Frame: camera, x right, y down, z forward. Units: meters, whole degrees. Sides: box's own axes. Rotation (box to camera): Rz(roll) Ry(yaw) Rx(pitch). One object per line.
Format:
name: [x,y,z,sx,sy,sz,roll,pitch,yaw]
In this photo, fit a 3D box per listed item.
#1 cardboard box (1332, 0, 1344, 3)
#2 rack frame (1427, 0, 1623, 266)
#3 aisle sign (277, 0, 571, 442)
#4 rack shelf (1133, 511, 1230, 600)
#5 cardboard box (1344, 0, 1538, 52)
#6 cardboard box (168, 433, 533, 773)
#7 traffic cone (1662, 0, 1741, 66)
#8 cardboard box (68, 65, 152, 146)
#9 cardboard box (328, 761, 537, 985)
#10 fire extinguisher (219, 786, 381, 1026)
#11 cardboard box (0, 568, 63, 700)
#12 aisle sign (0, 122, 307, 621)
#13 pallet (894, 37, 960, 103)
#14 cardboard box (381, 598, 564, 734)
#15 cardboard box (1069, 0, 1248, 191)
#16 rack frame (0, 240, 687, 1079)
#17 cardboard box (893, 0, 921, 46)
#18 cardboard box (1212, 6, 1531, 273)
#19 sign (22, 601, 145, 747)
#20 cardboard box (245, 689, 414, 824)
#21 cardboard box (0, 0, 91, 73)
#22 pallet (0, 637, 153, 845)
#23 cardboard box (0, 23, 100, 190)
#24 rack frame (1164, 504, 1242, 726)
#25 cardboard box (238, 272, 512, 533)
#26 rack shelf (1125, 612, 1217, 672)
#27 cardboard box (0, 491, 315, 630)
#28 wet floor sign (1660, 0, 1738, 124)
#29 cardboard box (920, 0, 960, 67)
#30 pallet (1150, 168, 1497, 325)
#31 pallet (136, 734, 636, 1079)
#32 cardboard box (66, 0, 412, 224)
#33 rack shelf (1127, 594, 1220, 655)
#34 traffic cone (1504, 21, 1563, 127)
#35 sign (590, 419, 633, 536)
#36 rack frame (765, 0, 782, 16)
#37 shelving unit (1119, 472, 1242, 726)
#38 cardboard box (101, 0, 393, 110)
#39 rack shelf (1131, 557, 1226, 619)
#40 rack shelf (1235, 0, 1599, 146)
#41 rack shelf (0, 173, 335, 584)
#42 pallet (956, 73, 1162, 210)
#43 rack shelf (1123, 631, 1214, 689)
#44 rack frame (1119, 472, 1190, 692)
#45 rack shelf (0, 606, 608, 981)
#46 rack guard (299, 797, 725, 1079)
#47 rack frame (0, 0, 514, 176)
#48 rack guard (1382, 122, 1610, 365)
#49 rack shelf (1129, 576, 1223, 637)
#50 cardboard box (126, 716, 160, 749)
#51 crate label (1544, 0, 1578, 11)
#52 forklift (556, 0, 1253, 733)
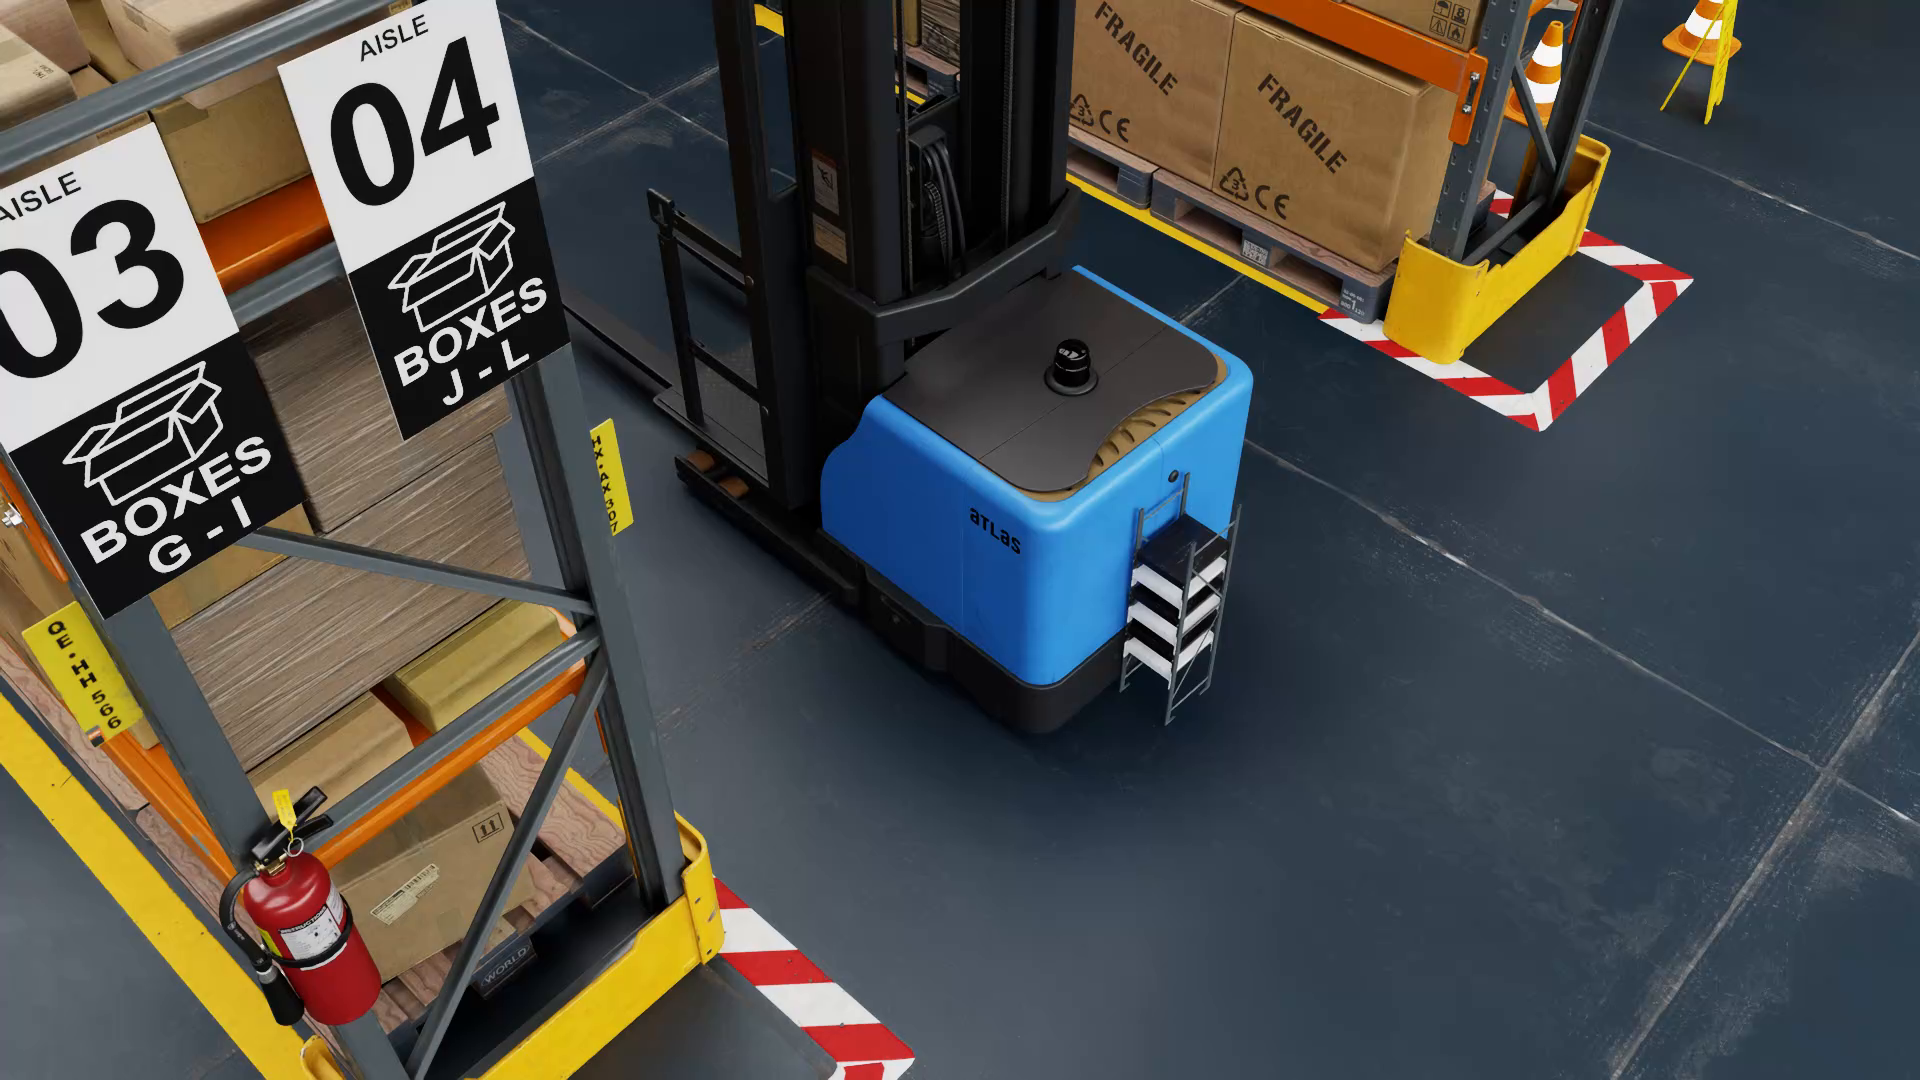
cardboard box: [1.555,-2.618,6.548,0.550,0.550,0.875,34,55,28]
rack frame: [2.277,-2.147,6.209,0.127,3.000,1.000,34,55,28]
aisle sign: [-0.912,-0.560,2.935,0.004,0.787,0.394,34,55,28]
rack shelf: [0.708,0.047,5.264,0.200,0.077,0.258,36,56,29]
cardboard box: [1.974,-2.358,6.304,0.550,0.550,0.875,34,55,28]
cardboard box: [-1.547,0.037,3.885,0.500,0.500,0.875,34,55,28]
traffic cone: [3.866,-2.740,8.505,0.334,0.463,0.336,34,55,28]
cardboard box: [-1.688,-0.618,2.818,0.500,0.250,0.500,35,56,28]
cardboard box: [-1.609,0.854,4.817,0.500,0.500,0.500,-28,53,-24]
fire extinguisher: [-1.390,0.790,3.504,0.183,0.674,0.296,34,55,28]
cardboard box: [-1.996,-0.146,4.057,0.500,0.500,0.875,34,55,28]
aisle sign: [-1.319,-0.239,2.633,0.004,0.787,0.394,34,55,28]
pallet: [-0.157,-2.753,8.690,1.213,0.211,1.003,34,55,28]
cardboard box: [-1.209,0.277,4.105,0.250,0.149,0.380,34,55,28]
cardboard box: [1.086,-2.298,7.519,0.875,0.875,0.875,33,55,27]
rack frame: [-1.161,0.460,3.761,0.127,3.000,1.000,34,55,28]
cardboard box: [-0.248,-3.193,8.360,0.875,0.875,0.875,35,56,28]
cardboard box: [1.734,-1.864,7.112,0.875,0.875,0.875,34,56,28]
sign: [-1.552,0.243,2.954,0.005,0.325,0.100,34,55,28]
cardboard box: [-1.511,0.515,3.881,0.250,0.149,0.380,34,55,28]
cardboard box: [-1.689,-0.814,2.728,0.250,0.149,0.380,32,55,27]
pallet: [-2.682,0.353,5.774,1.213,0.211,1.003,34,55,28]
cardboard box: [-1.577,-0.622,2.549,0.250,0.149,0.380,34,55,28]
rack frame: [0.780,0.261,5.388,0.006,0.900,0.240,36,56,29]
cardboard box: [-1.381,-0.437,3.644,0.500,0.500,0.500,34,55,28]
rack shelf: [0.708,0.293,5.527,0.200,0.077,0.258,36,56,29]
cardboard box: [-1.733,-0.158,3.382,0.500,0.500,0.500,34,55,28]
wet floor sign: [3.641,-2.388,8.050,0.232,0.644,0.267,25,52,22]
cardboard box: [0.417,-2.750,7.943,0.875,0.875,0.875,34,56,28]
pallet: [1.636,-1.546,7.557,1.213,0.211,1.003,34,55,28]
pallet: [-1.790,0.956,5.208,1.213,0.211,1.003,34,55,28]
cardboard box: [-1.340,-0.892,3.076,0.500,0.250,0.500,36,56,29]
rack shelf: [0.708,0.232,5.461,0.200,0.077,0.258,36,56,29]
traffic cone: [2.850,-2.302,8.094,0.334,0.463,0.336,34,55,28]
sign: [-0.793,-0.127,3.718,0.005,0.325,0.100,34,55,28]
rack frame: [-0.662,-4.125,8.066,0.127,3.000,1.000,34,55,28]
shelving unit: [0.708,0.209,5.437,0.210,0.900,0.258,36,56,29]
cardboard box: [-1.207,-0.912,2.821,0.250,0.149,0.380,34,55,27]
rack shelf: [0.708,0.108,5.330,0.200,0.077,0.258,36,56,29]
rack shelf: [0.807,-2.890,7.400,4.000,0.370,1.077,34,55,28]
rack shelf: [-2.631,-1.310,3.858,4.000,0.370,1.077,34,55,28]
pallet: [0.744,-2.150,8.124,1.213,0.211,1.003,34,55,28]
rack shelf: [0.708,0.355,5.592,0.200,0.077,0.258,36,56,29]
rack frame: [0.636,0.157,5.486,0.006,0.900,0.240,36,56,29]
rack shelf: [-2.631,-0.283,4.952,4.000,0.370,1.077,34,55,28]
rack guard: [-1.217,1.278,4.707,0.348,0.500,1.175,34,55,28]
rack frame: [-1.161,-1.594,1.574,0.127,3.000,1.000,34,55,28]
rack guard: [2.295,-1.280,7.109,0.348,0.500,1.175,34,55,28]
rack shelf: [0.708,0.170,5.395,0.200,0.077,0.258,36,56,29]
cardboard box: [-1.913,0.295,4.087,0.250,0.149,0.380,34,55,28]
crate label: [3.246,-2.984,8.958,0.298,0.136,0.250,9,48,9]
forklift: [-0.445,-1.325,5.483,3.031,2.935,1.130,36,56,29]
